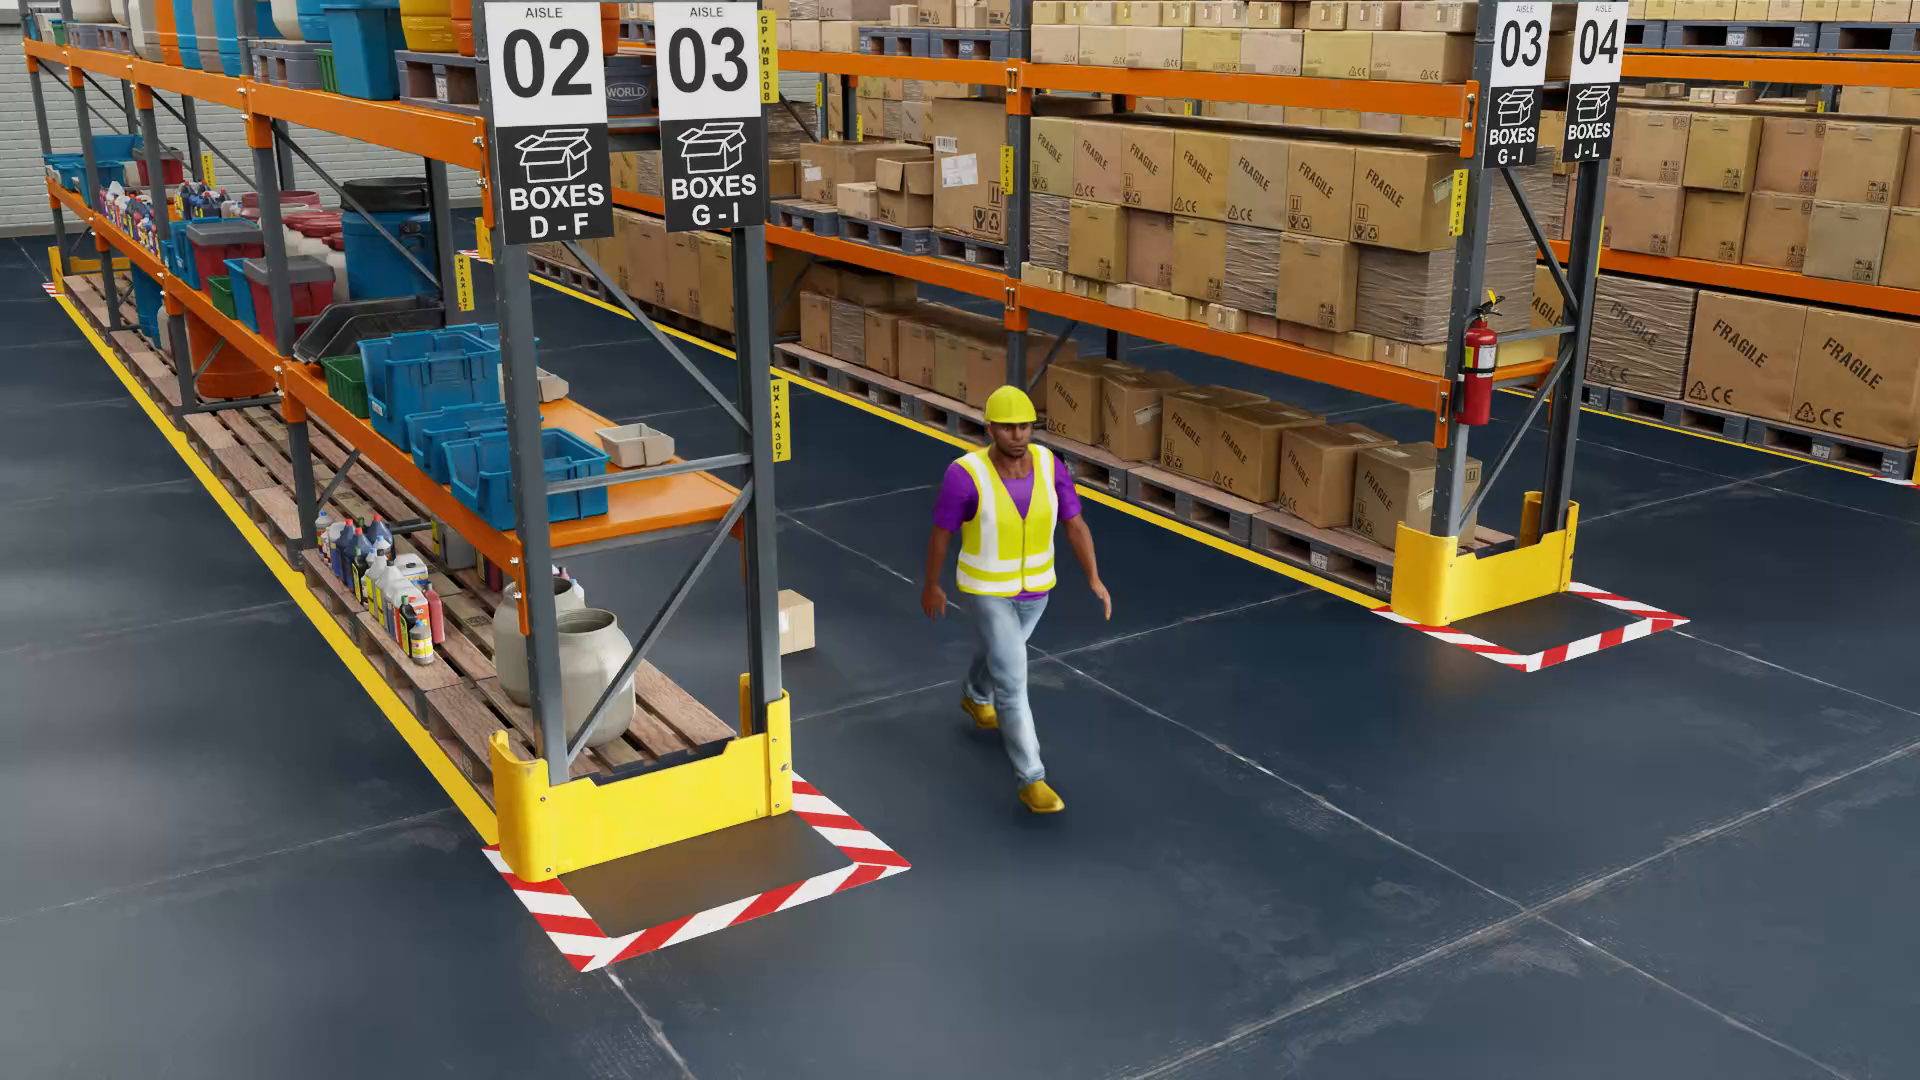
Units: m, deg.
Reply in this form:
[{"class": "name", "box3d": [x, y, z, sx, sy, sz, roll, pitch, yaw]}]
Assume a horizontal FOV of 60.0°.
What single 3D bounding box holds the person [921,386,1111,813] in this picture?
[{"class": "person", "box3d": [0.220, 0.185, 6.960, 0.626, 1.700, 1.144, -9, 20, -26]}]
